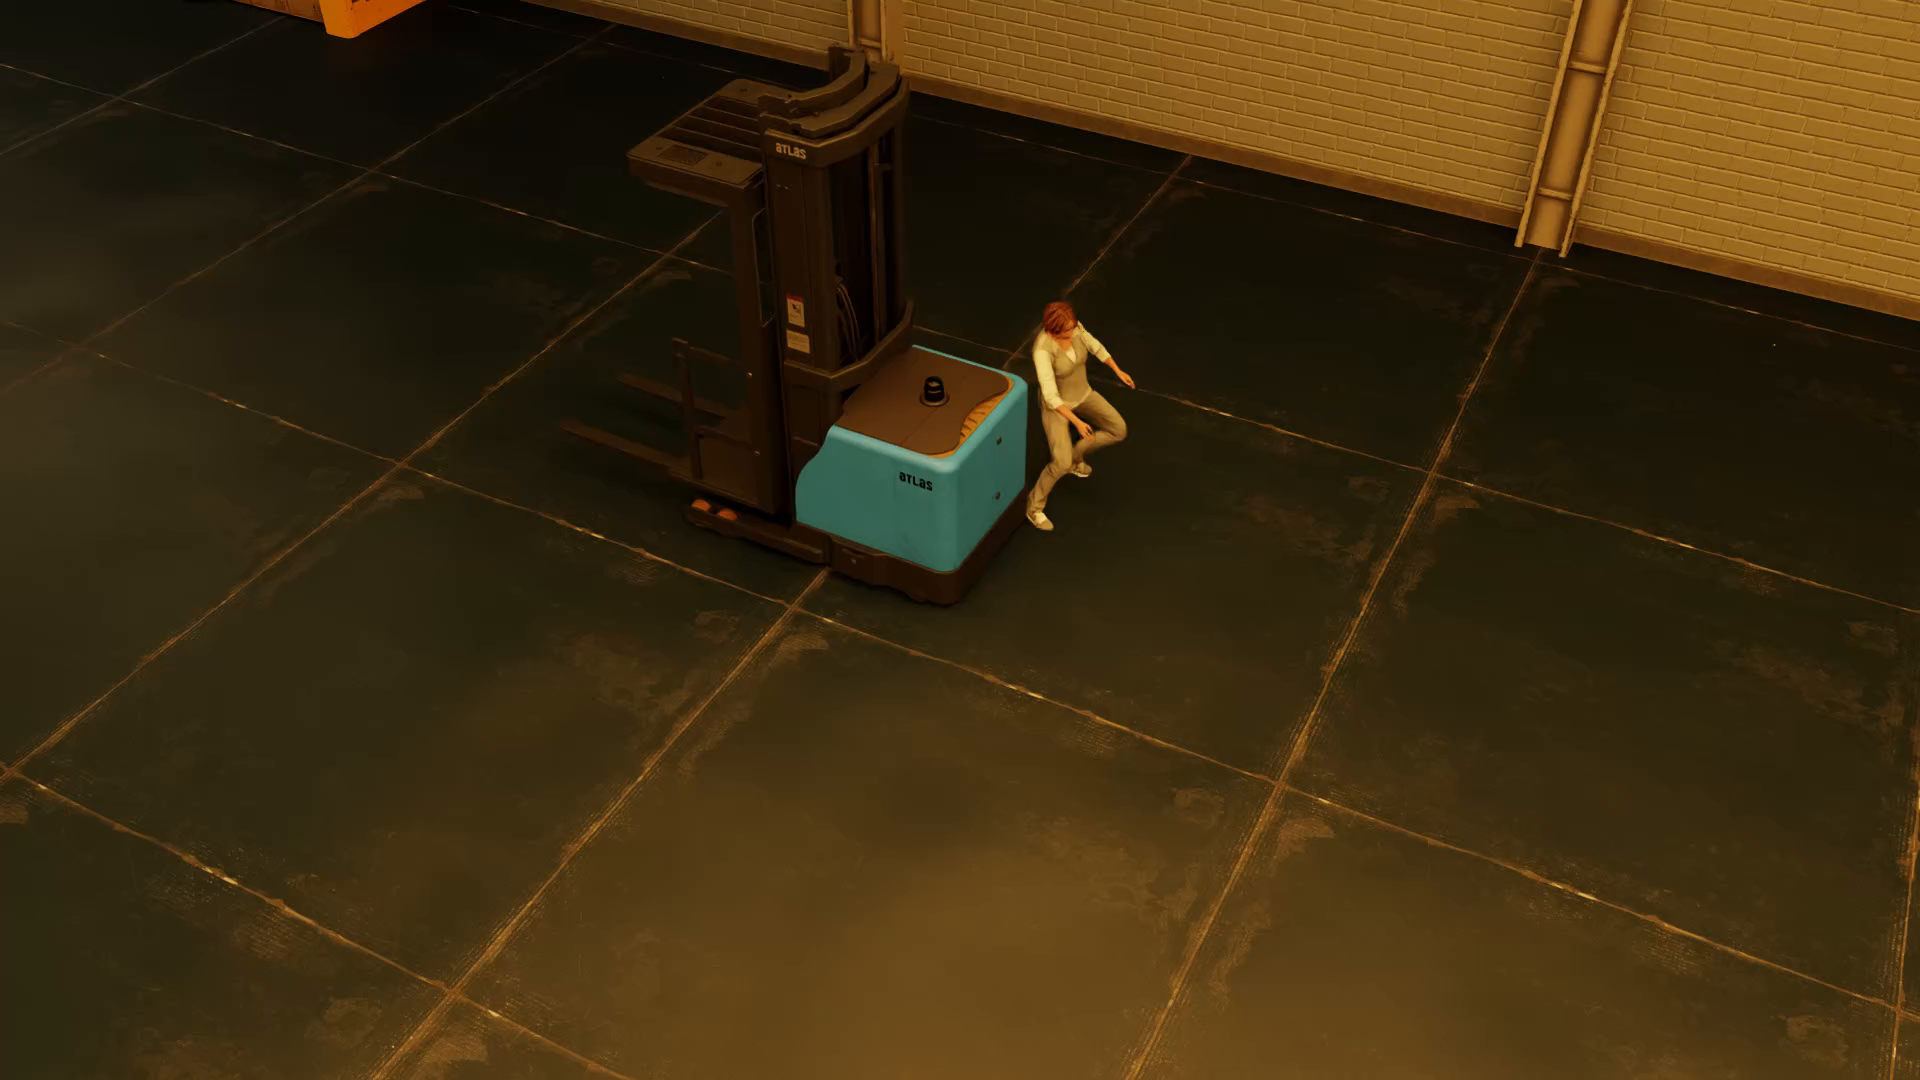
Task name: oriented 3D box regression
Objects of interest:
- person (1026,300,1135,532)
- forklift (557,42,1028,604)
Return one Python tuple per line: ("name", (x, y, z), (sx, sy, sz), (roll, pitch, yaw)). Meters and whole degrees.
("person", (0.726, -0.778, 10.103), (0.719, 1.453, 0.651), (-31, 49, -32))
("forklift", (-1.131, -1.425, 9.679), (3.031, 2.935, 1.130), (19, 44, 21))
